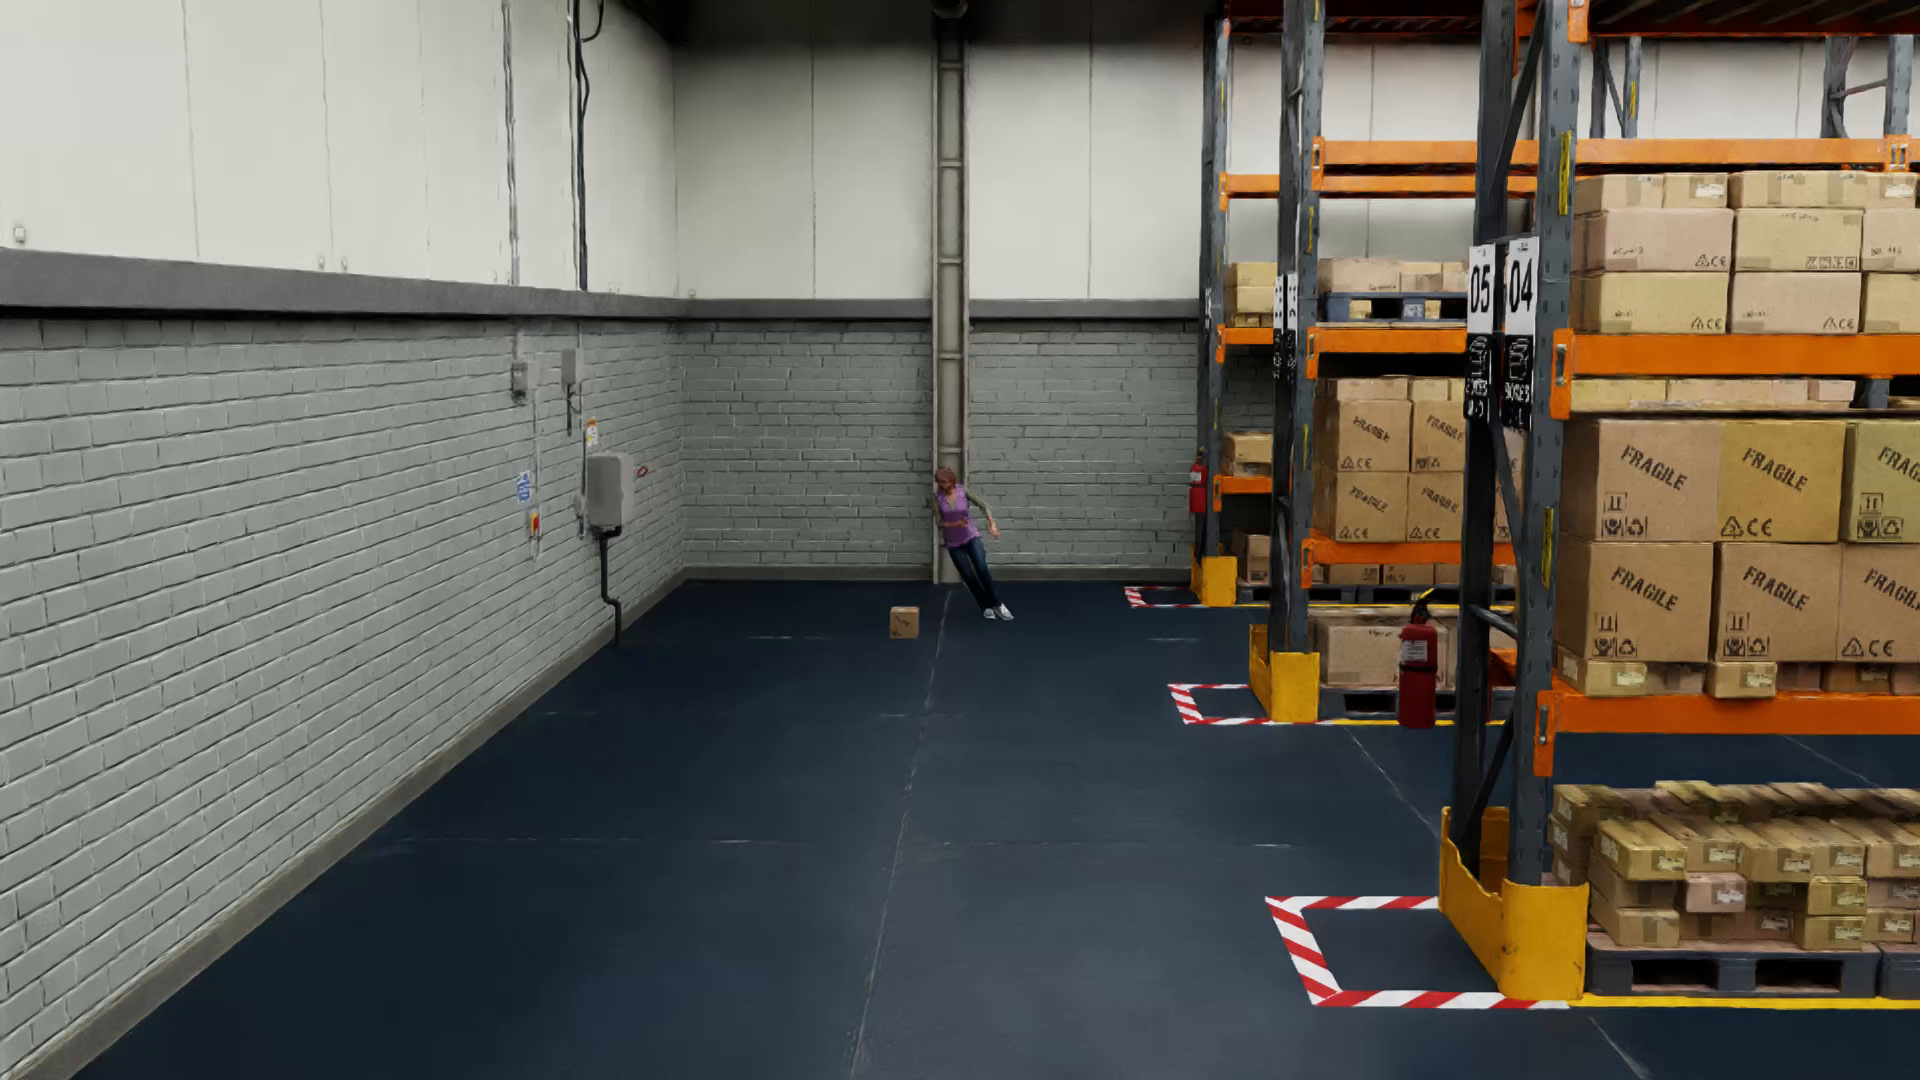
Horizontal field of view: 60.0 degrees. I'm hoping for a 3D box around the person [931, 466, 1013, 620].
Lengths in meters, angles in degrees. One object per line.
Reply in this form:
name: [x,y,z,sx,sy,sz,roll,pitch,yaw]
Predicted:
person: [0.119,0.031,15.995,0.783,1.486,0.500,0,7,-2]
